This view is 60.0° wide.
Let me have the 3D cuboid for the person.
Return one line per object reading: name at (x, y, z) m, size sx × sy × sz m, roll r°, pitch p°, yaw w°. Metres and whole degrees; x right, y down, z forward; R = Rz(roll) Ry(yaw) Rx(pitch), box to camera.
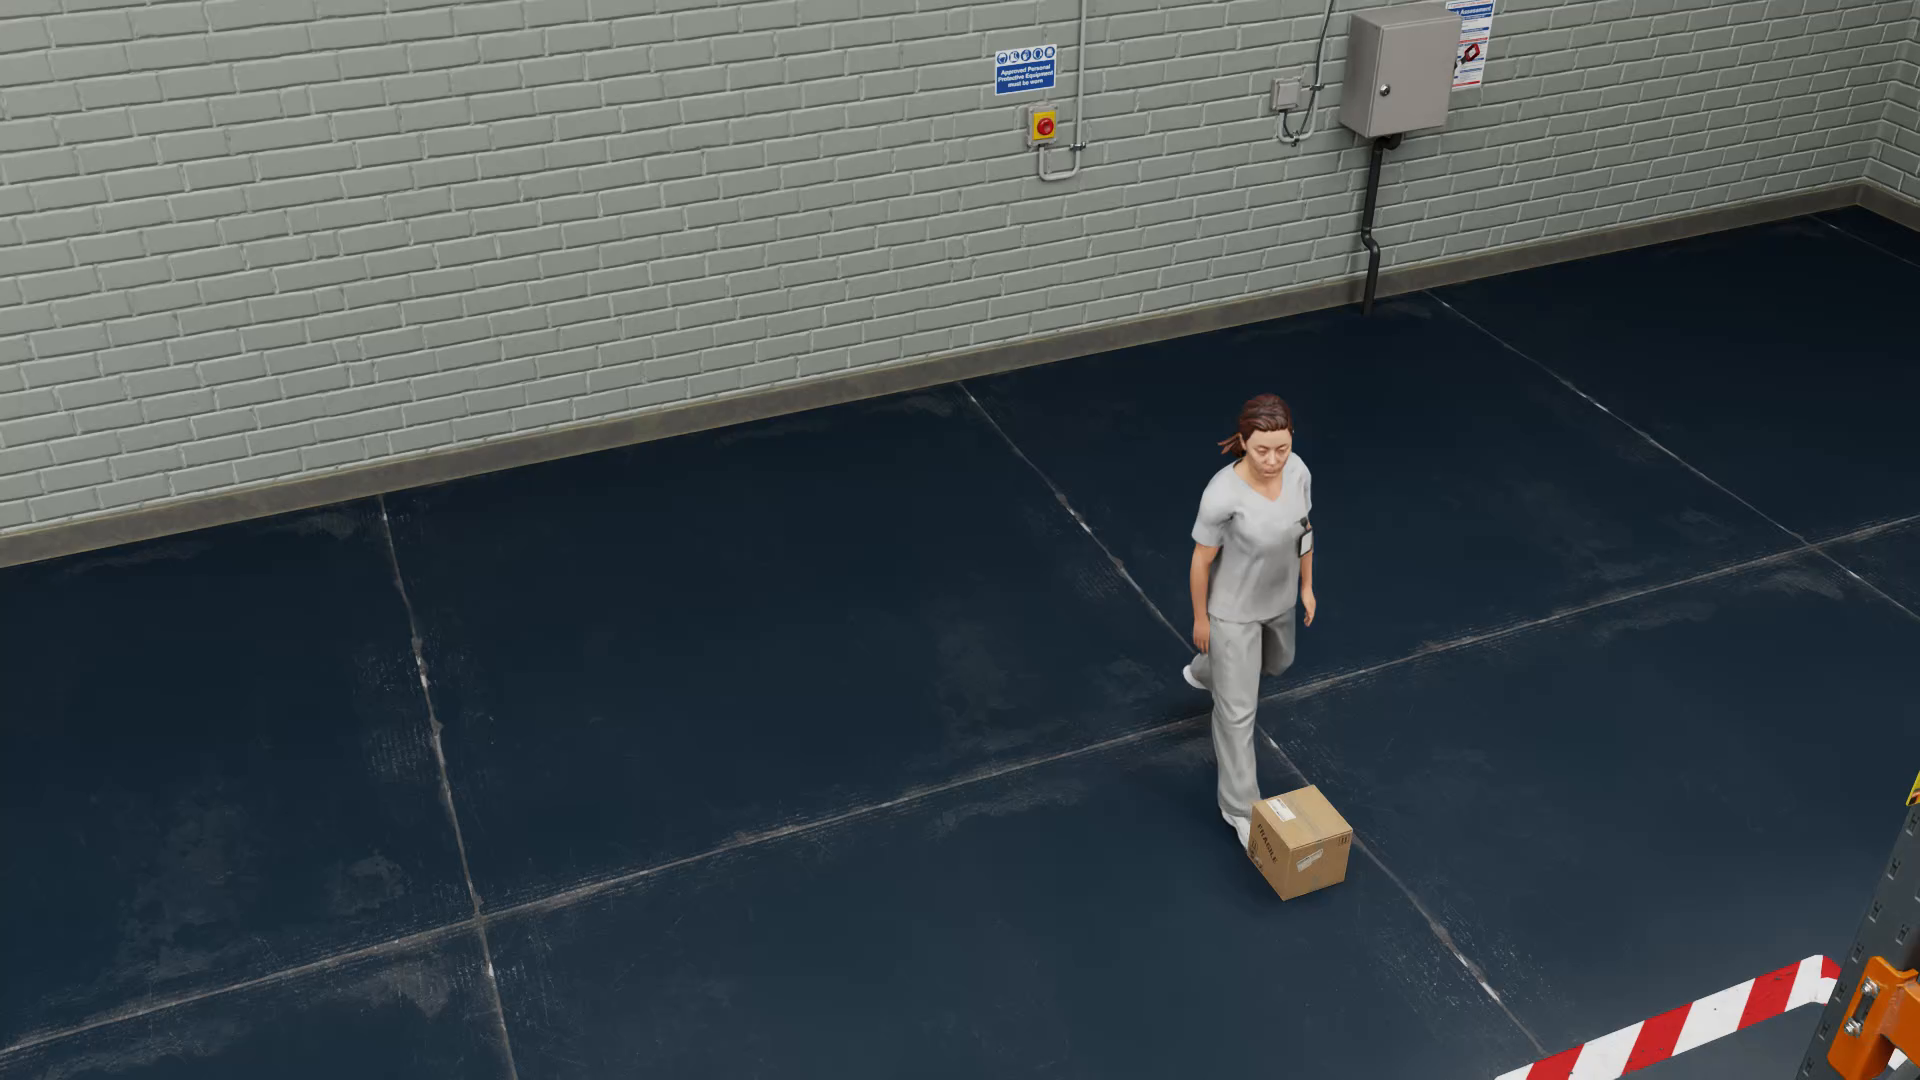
person at (1.034, 0.194, 5.834) m, size 0.565 × 1.657 × 0.858 m, roll -20°, pitch 38°, yaw -27°
